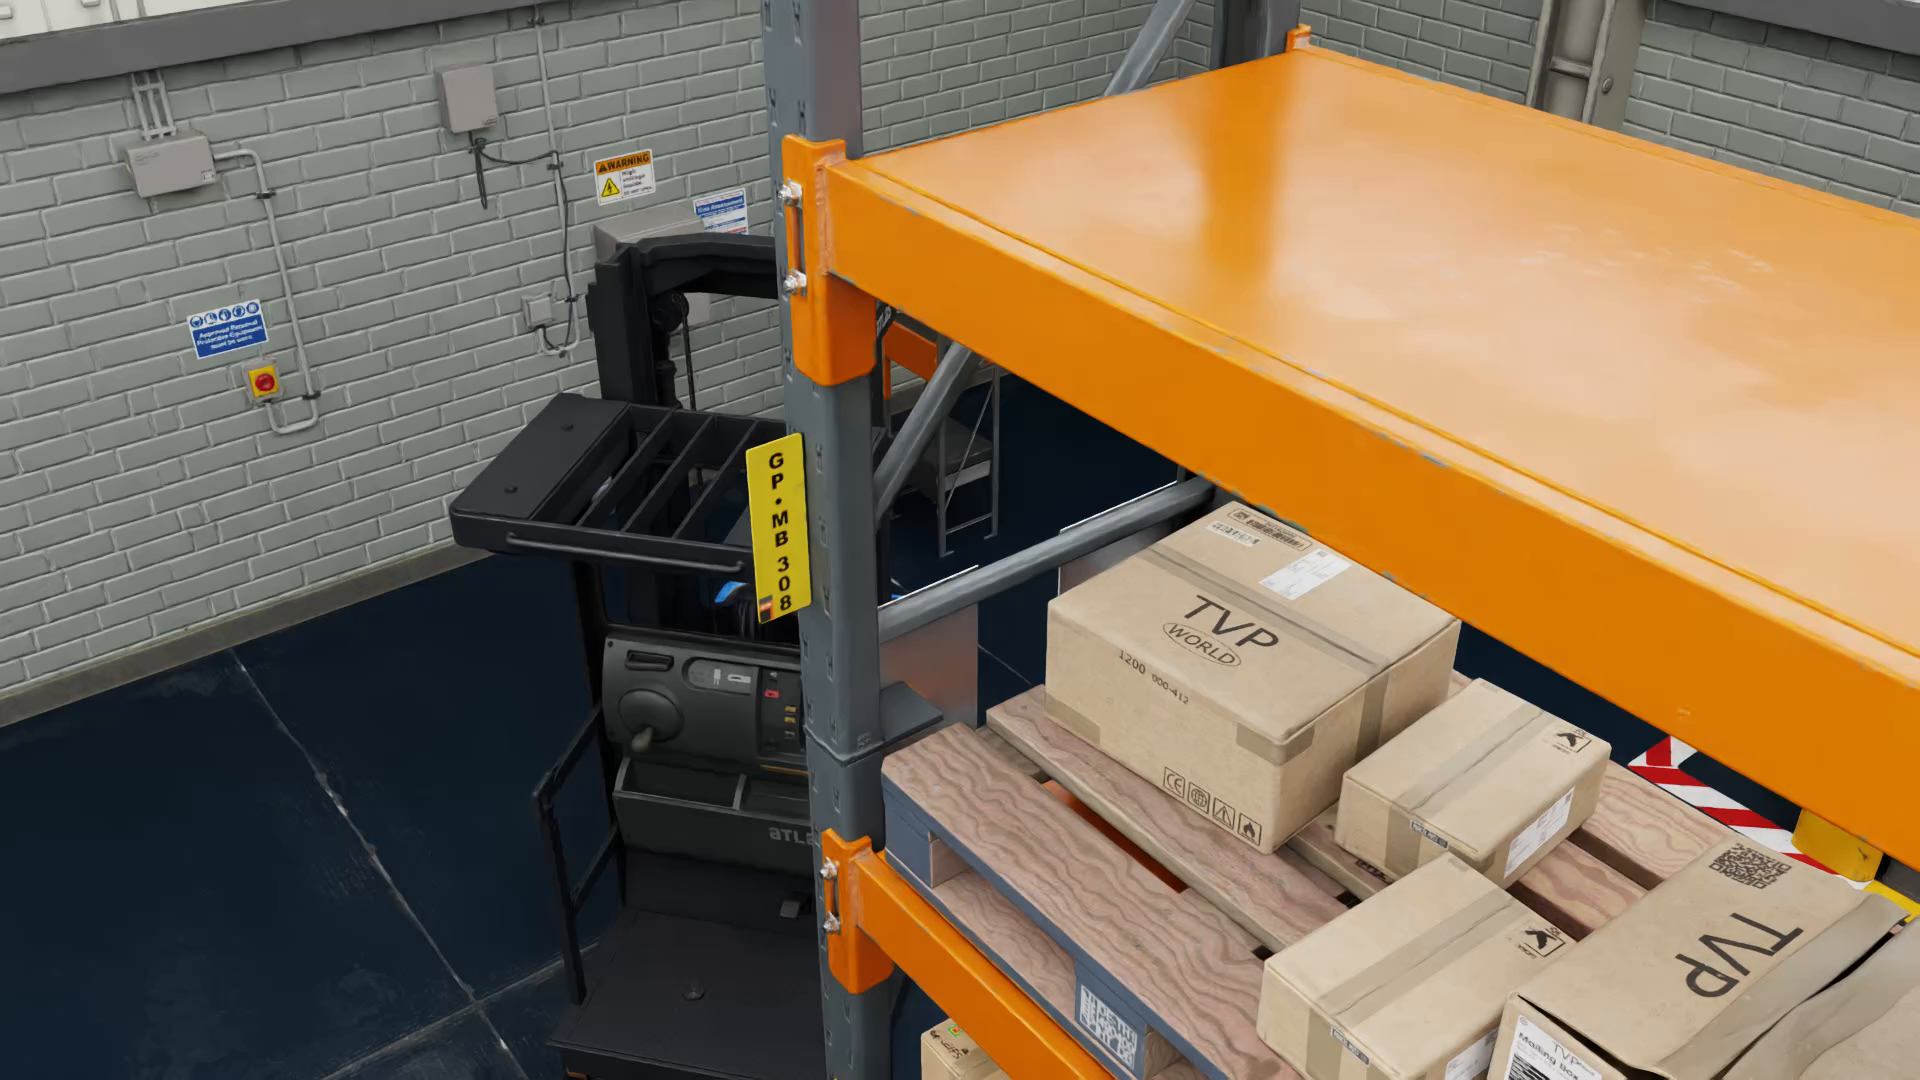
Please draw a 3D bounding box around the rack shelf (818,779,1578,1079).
[{"bbox_3d":[1.377,1.351,2.070,1.077,0.370,4.000,-22,38,-31],"label":"rack shelf"}]

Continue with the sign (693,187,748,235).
[{"bbox_3d":[-1.313,-1.681,9.203,0.329,0.494,0.001,-22,38,-31],"label":"sign"}]

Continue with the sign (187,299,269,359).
[{"bbox_3d":[-3.401,-0.981,7.730,0.327,0.218,0.001,-22,38,-31],"label":"sign"}]

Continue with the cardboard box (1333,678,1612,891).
[{"bbox_3d":[0.818,0.405,2.657,0.380,0.149,0.250,-26,40,-35],"label":"cardboard box"}]

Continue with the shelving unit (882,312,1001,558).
[{"bbox_3d":[-0.101,-0.961,8.807,0.431,2.100,0.503,-22,38,-31],"label":"shelving unit"}]

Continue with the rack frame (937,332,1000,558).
[{"bbox_3d":[0.048,-0.859,8.643,0.400,2.100,0.015,-22,38,-31],"label":"rack frame"}]

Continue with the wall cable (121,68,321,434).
[{"bbox_3d":[-3.325,-1.301,7.509,0.585,1.953,0.123,-22,38,-31],"label":"wall cable"}]

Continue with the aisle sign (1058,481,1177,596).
[{"bbox_3d":[0.352,0.252,3.538,0.394,0.787,0.004,-22,38,-31],"label":"aisle sign"}]

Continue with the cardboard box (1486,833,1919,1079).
[{"bbox_3d":[1.029,0.669,2.078,0.500,0.311,0.500,-22,38,-31],"label":"cardboard box"}]

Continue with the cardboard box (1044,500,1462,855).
[{"bbox_3d":[0.498,0.213,2.870,0.500,0.250,0.500,-26,40,-36],"label":"cardboard box"}]

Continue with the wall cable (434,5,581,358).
[{"bbox_3d":[-2.212,-1.751,8.264,0.588,1.984,0.122,-22,38,-31],"label":"wall cable"}]

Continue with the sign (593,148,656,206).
[{"bbox_3d":[-1.747,-1.894,8.674,0.339,0.242,0.001,-22,38,-31],"label":"sign"}]

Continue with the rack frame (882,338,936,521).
[{"bbox_3d":[-0.251,-1.063,8.971,0.400,2.100,0.015,-22,38,-31],"label":"rack frame"}]

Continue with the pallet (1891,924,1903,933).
[{"bbox_3d":[1.366,1.064,1.934,1.003,0.211,1.213,-22,38,-31],"label":"pallet"}]

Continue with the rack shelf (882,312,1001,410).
[{"bbox_3d":[-0.101,-0.949,8.814,0.431,0.518,0.480,-22,38,-31],"label":"rack shelf"}]

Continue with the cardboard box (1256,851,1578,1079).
[{"bbox_3d":[0.636,0.626,2.301,0.380,0.149,0.250,-21,37,-30],"label":"cardboard box"}]

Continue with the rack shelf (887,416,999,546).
[{"bbox_3d":[-0.102,-0.355,9.184,0.431,0.518,0.480,-22,38,-31],"label":"rack shelf"}]

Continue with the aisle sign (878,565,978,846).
[{"bbox_3d":[-0.122,0.446,3.225,0.394,0.787,0.004,-22,38,-31],"label":"aisle sign"}]

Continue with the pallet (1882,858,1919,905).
[{"bbox_3d":[4.606,1.427,6.752,1.003,0.211,1.213,-22,38,-31],"label":"pallet"}]

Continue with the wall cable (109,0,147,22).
[{"bbox_3d":[-3.560,-3.342,6.101,0.463,3.000,0.029,-22,38,-31],"label":"wall cable"}]

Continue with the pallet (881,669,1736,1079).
[{"bbox_3d":[0.614,0.556,2.753,1.003,0.211,1.213,-22,38,-31],"label":"pallet"}]

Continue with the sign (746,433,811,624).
[{"bbox_3d":[-0.291,-0.016,2.686,0.100,0.325,0.005,-22,38,-31],"label":"sign"}]

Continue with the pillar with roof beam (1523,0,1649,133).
[{"bbox_3d":[-0.273,-2.692,5.055,9.100,9.000,0.400,-22,38,-31],"label":"pillar with roof beam"}]

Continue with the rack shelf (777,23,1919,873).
[{"bbox_3d":[1.377,0.247,1.384,1.077,0.370,4.000,-22,38,-31],"label":"rack shelf"}]

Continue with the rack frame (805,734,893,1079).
[{"bbox_3d":[0.151,1.486,4.014,1.000,3.000,0.127,-22,38,-31],"label":"rack frame"}]

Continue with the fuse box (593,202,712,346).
[{"bbox_3d":[-1.577,-0.928,9.122,0.539,1.711,0.414,-22,38,-31],"label":"fuse box"}]

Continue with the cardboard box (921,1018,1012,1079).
[{"bbox_3d":[0.150,0.981,3.170,0.380,0.149,0.250,-21,38,-30],"label":"cardboard box"}]

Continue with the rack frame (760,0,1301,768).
[{"bbox_3d":[0.151,-1.062,2.431,1.000,3.000,0.127,-22,38,-31],"label":"rack frame"}]

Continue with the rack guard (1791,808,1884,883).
[{"bbox_3d":[4.116,0.973,7.210,1.175,0.500,0.348,-22,38,-31],"label":"rack guard"}]

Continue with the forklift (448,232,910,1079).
[{"bbox_3d":[-0.818,0.621,5.472,1.130,2.935,3.031,7,33,11],"label":"forklift"}]
